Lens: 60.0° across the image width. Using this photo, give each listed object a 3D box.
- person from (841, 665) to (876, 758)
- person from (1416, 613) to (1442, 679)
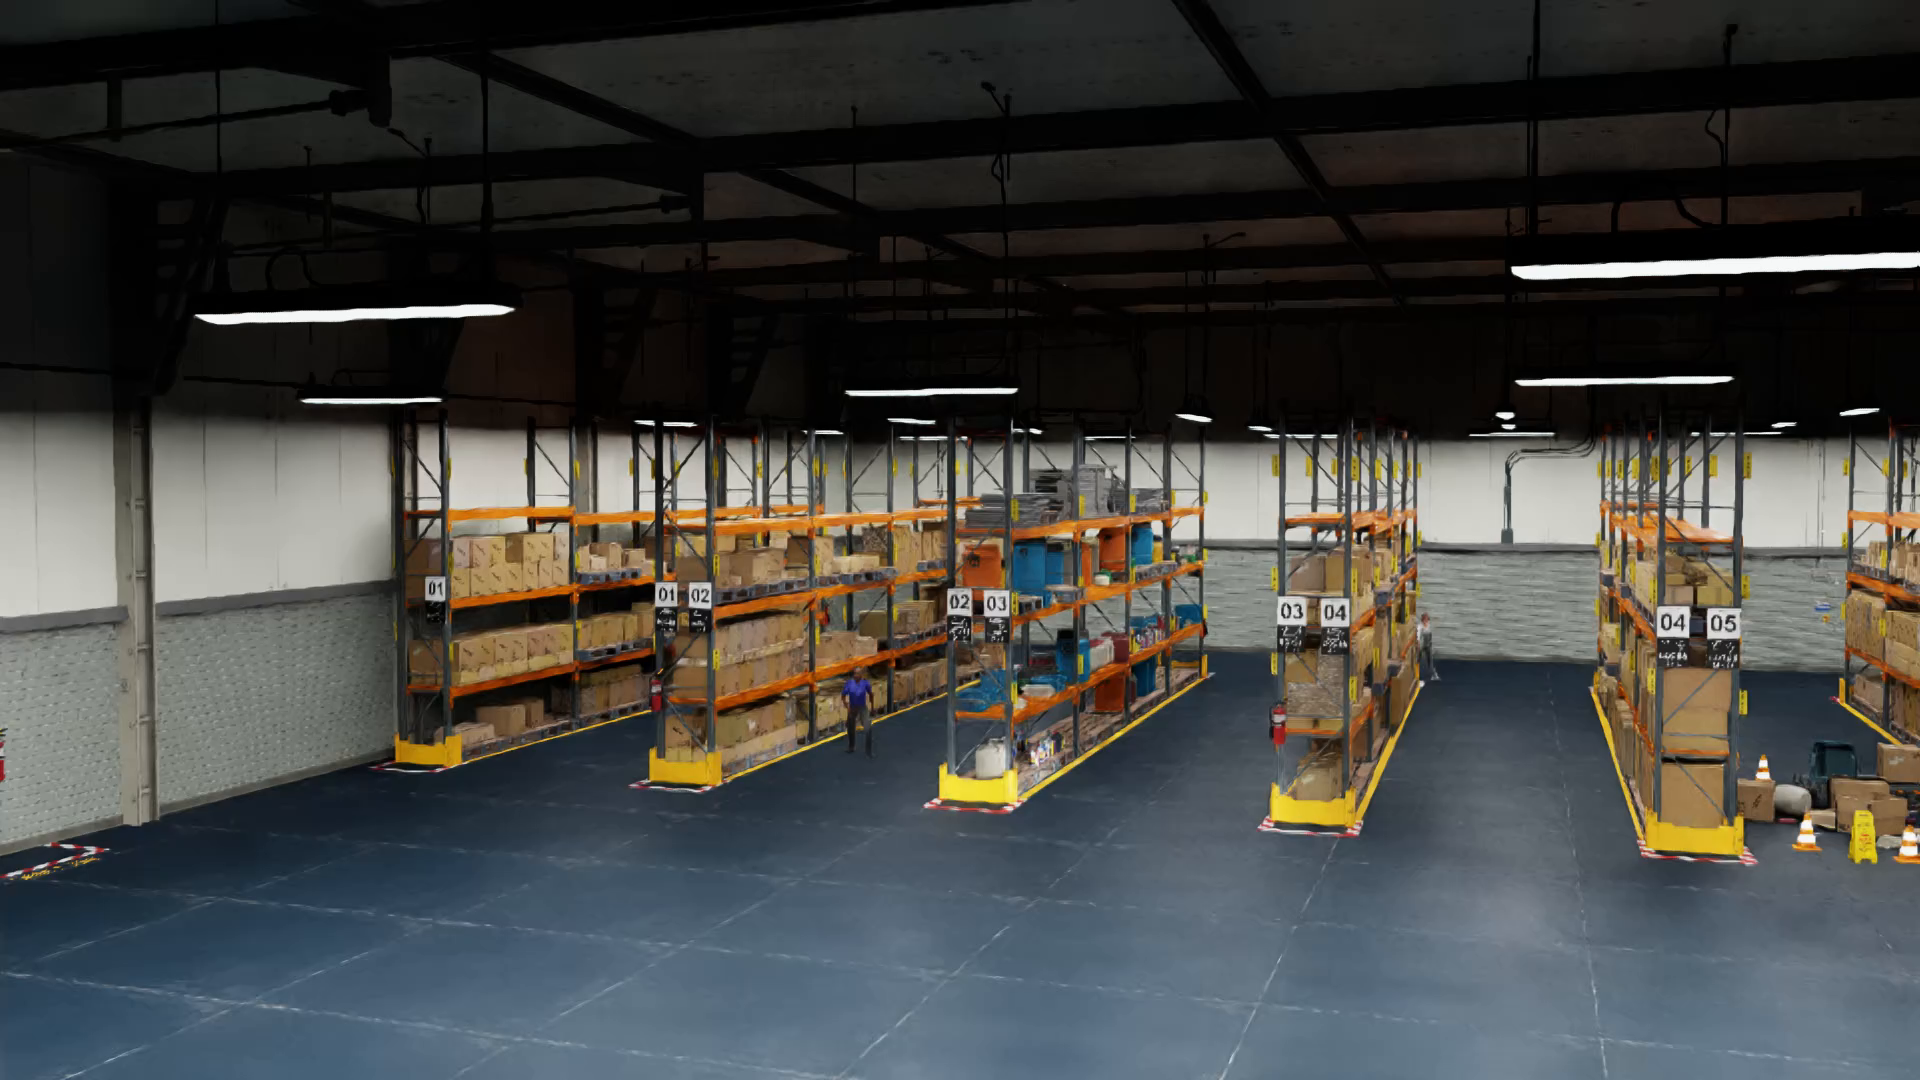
[{"bbox_3d":[-1.750,3.014,28.914,0.617,1.476,0.812,0,2,0],"label":"person"},{"bbox_3d":[11.038,2.513,39.442,0.513,1.572,0.676,-1,3,-21],"label":"person"}]
